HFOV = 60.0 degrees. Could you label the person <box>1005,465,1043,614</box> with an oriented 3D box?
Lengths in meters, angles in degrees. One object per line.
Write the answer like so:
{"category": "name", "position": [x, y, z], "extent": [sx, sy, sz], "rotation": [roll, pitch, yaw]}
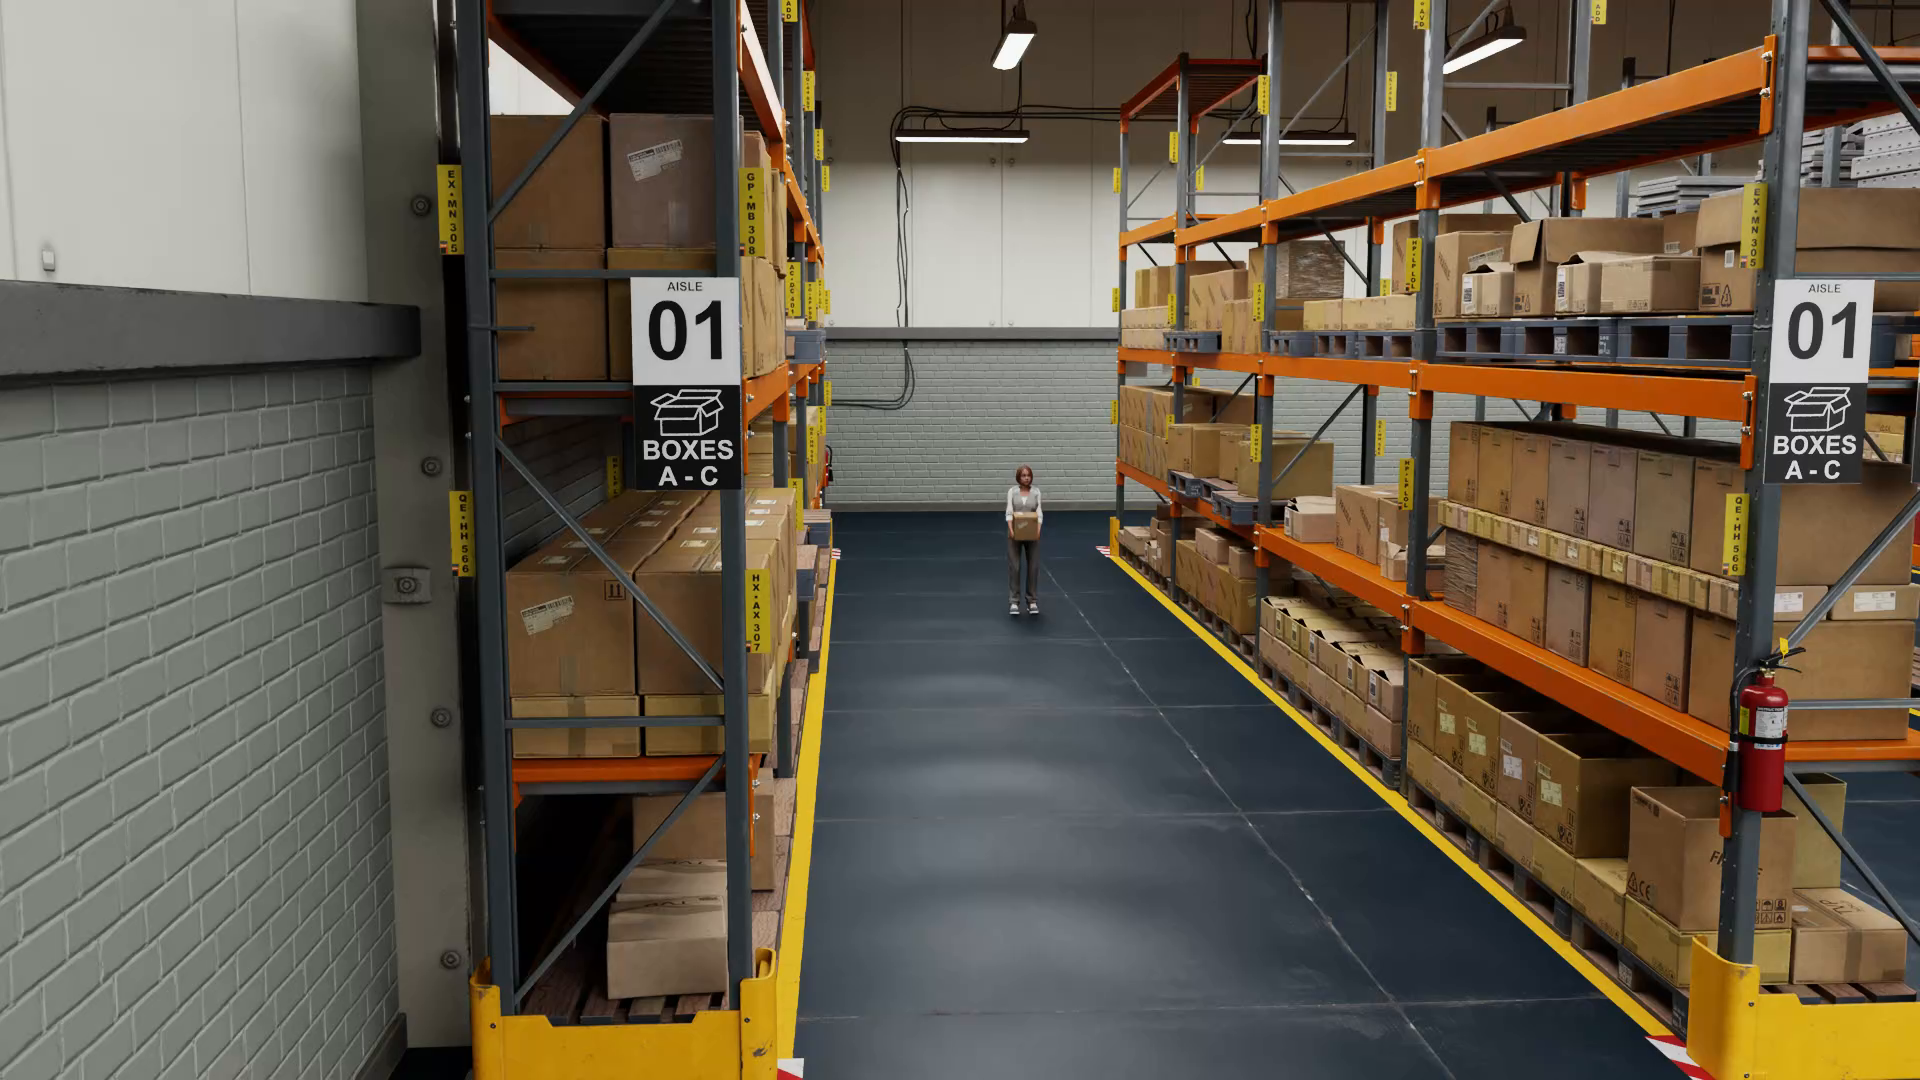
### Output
{"category": "person", "position": [0.686, 0.003, 17.800], "extent": [0.404, 1.591, 0.497], "rotation": [0, 7, -3]}
